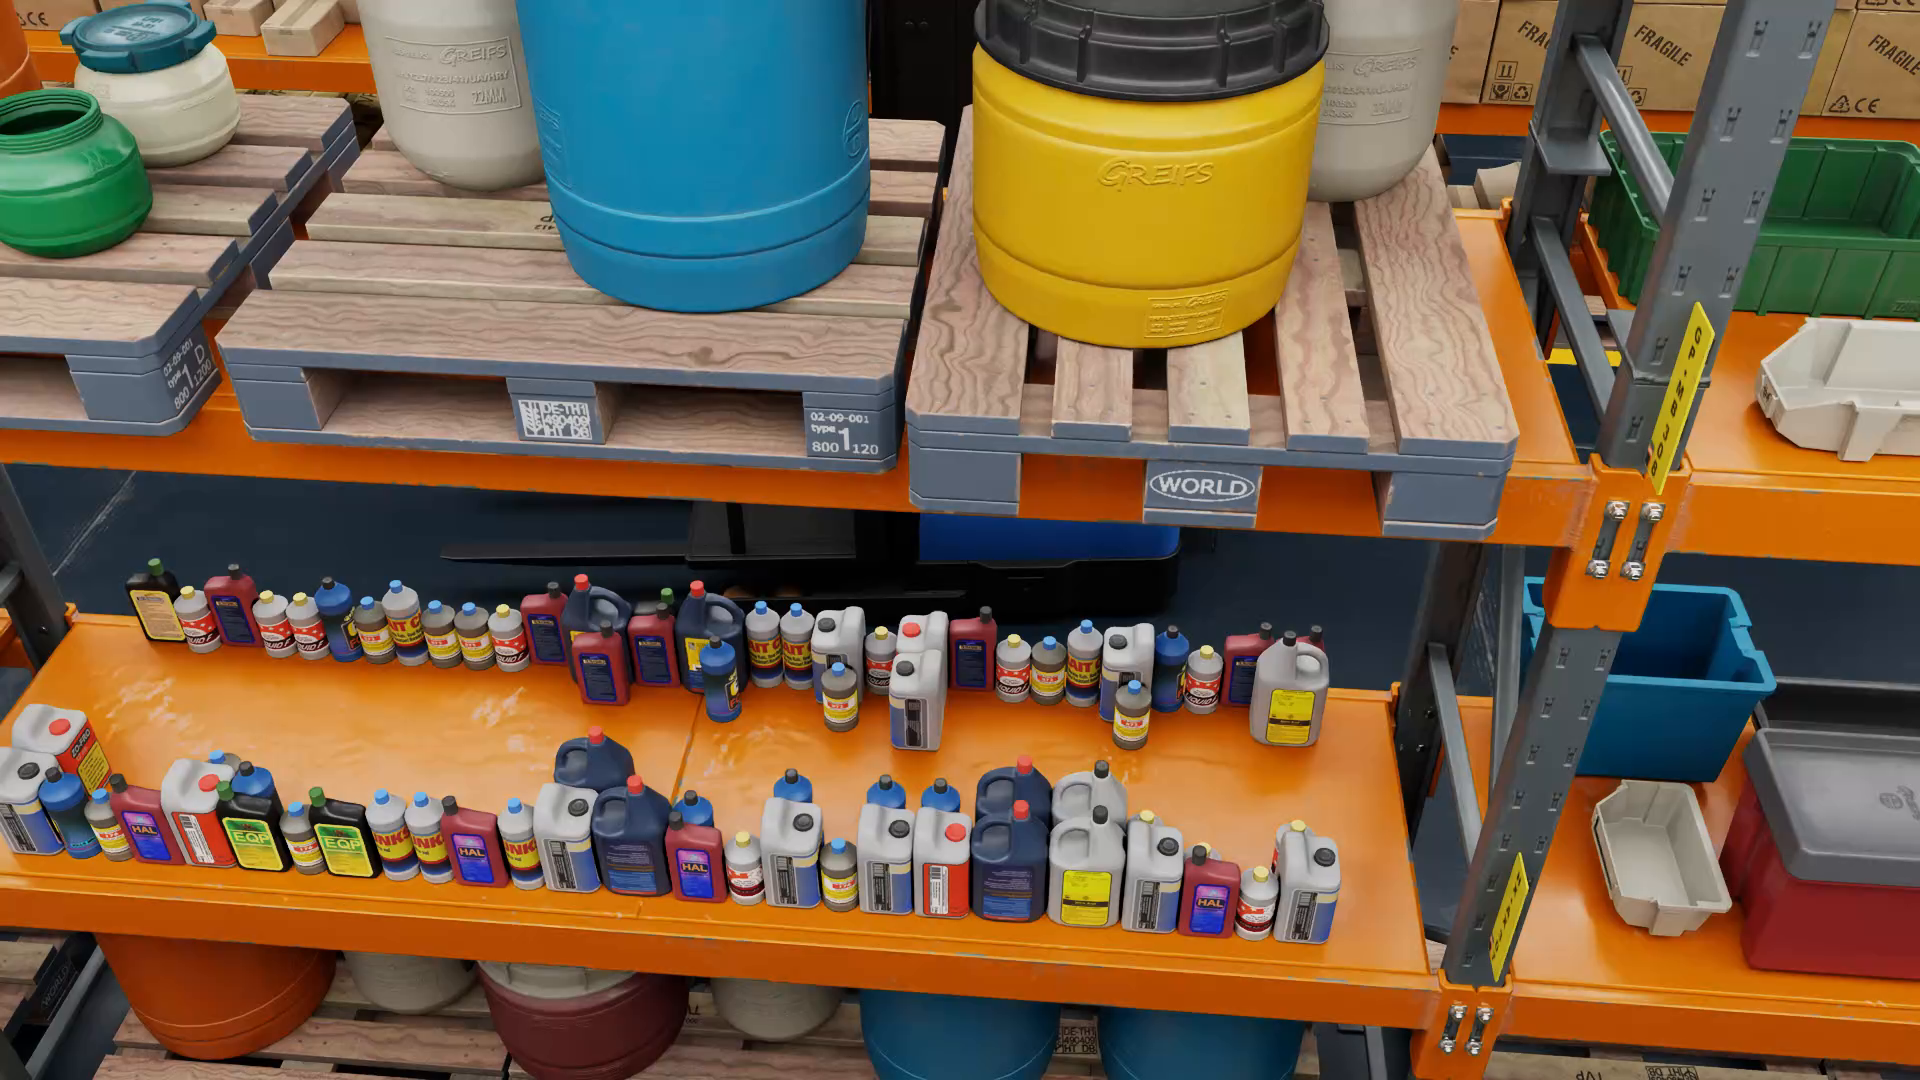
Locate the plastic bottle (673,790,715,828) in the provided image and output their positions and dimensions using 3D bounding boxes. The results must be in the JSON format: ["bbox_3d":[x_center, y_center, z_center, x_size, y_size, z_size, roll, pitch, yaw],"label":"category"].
[{"bbox_3d":[-0.650,0.719,4.093,0.097,0.271,0.097,0,39,0],"label":"plastic bottle"}]

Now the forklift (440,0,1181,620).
[{"bbox_3d":[-0.627,-1.127,6.313,3.031,2.935,1.130,-1,39,-1],"label":"forklift"}]

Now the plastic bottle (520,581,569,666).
[{"bbox_3d":[-1.159,0.232,4.681,0.133,0.283,0.061,3,39,4],"label":"plastic bottle"}]

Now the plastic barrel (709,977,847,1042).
[{"bbox_3d":[-0.553,1.225,5.007,0.421,0.512,0.421,0,39,0],"label":"plastic barrel"}]

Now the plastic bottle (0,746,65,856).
[{"bbox_3d":[-2.334,0.646,4.179,0.135,0.276,0.152,3,39,4],"label":"plastic bottle"}]

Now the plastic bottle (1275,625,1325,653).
[{"bbox_3d":[0.919,0.346,4.542,0.133,0.283,0.061,3,39,4],"label":"plastic bottle"}]

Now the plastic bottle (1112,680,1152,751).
[{"bbox_3d":[0.463,0.460,4.465,0.097,0.201,0.097,0,39,0],"label":"plastic bottle"}]

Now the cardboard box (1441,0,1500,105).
[{"bbox_3d":[2.163,-2.366,7.701,0.500,0.500,0.500,4,39,5],"label":"cardboard box"}]

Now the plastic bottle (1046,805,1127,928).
[{"bbox_3d":[0.304,0.764,3.975,0.185,0.351,0.144,3,39,4],"label":"plastic bottle"}]

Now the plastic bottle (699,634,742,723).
[{"bbox_3d":[-0.654,0.367,4.525,0.097,0.271,0.097,0,39,0],"label":"plastic bottle"}]

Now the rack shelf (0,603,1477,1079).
[{"bbox_3d":[-0.745,0.759,4.512,4.000,0.370,1.077,3,39,4],"label":"rack shelf"}]

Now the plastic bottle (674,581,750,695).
[{"bbox_3d":[-0.687,0.258,4.596,0.185,0.351,0.144,3,39,4],"label":"plastic bottle"}]

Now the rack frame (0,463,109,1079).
[{"bbox_3d":[-2.738,0.371,4.418,0.127,3.000,1.000,3,39,4],"label":"rack frame"}]

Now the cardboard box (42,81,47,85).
[{"bbox_3d":[-5.344,-2.410,9.236,0.500,0.311,0.500,4,39,5],"label":"cardboard box"}]

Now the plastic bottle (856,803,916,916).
[{"bbox_3d":[-0.173,0.764,4.034,0.135,0.276,0.152,3,39,4],"label":"plastic bottle"}]

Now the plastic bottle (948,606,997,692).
[{"bbox_3d":[0.034,0.297,4.601,0.133,0.283,0.061,3,39,4],"label":"plastic bottle"}]

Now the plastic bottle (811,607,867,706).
[{"bbox_3d":[-0.334,0.309,4.593,0.135,0.276,0.152,3,39,4],"label":"plastic bottle"}]

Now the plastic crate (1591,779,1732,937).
[{"bbox_3d":[1.699,0.783,4.073,0.243,0.136,0.396,3,39,4],"label":"plastic crate"}]

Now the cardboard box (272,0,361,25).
[{"bbox_3d":[-3.181,-2.880,8.483,0.500,0.311,0.500,3,39,3],"label":"cardboard box"}]

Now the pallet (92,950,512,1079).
[{"bbox_3d":[-1.948,1.469,5.278,1.213,0.211,1.003,3,39,4],"label":"pallet"}]

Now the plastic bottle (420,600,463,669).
[{"bbox_3d":[-1.470,0.258,4.714,0.097,0.201,0.097,0,39,0],"label":"plastic bottle"}]

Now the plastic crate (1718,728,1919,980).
[{"bbox_3d":[2.115,0.747,3.858,0.583,0.464,0.402,3,39,4],"label":"plastic crate"}]

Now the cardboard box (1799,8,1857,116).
[{"bbox_3d":[3.678,-2.285,7.602,0.500,0.500,0.500,3,39,3],"label":"cardboard box"}]

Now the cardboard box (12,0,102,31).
[{"bbox_3d":[-4.504,-2.893,8.349,0.500,0.500,0.500,3,39,4],"label":"cardboard box"}]

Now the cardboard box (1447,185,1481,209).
[{"bbox_3d":[2.650,-1.756,8.941,0.250,0.149,0.380,3,39,4],"label":"cardboard box"}]

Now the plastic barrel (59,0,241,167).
[{"bbox_3d":[-1.657,-0.935,3.424,0.301,0.262,0.301,0,39,0],"label":"plastic barrel"}]

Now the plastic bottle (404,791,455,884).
[{"bbox_3d":[-1.300,0.722,4.089,0.097,0.271,0.097,0,39,0],"label":"plastic bottle"}]

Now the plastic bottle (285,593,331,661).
[{"bbox_3d":[-1.857,0.237,4.740,0.097,0.201,0.097,0,39,0],"label":"plastic bottle"}]

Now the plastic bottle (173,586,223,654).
[{"bbox_3d":[-2.184,0.219,4.762,0.097,0.201,0.097,0,39,0],"label":"plastic bottle"}]

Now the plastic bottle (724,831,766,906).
[{"bbox_3d":[-0.522,0.791,4.059,0.097,0.201,0.097,0,39,0],"label":"plastic bottle"}]

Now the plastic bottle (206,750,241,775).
[{"bbox_3d":[-1.881,0.620,4.269,0.097,0.201,0.097,0,39,0],"label":"plastic bottle"}]

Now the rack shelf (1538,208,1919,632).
[{"bbox_3d":[3.240,-0.187,3.297,4.000,0.370,1.077,3,39,4],"label":"rack shelf"}]

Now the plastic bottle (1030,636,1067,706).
[{"bbox_3d":[0.245,0.352,4.599,0.097,0.201,0.097,0,39,0],"label":"plastic bottle"}]

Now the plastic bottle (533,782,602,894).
[{"bbox_3d":[-0.953,0.721,4.086,0.135,0.276,0.152,3,39,4],"label":"plastic bottle"}]

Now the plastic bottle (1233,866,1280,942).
[{"bbox_3d":[0.709,0.859,3.976,0.097,0.201,0.097,0,39,0],"label":"plastic bottle"}]

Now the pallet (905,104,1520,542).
[{"bbox_3d":[0.458,-0.483,3.240,1.003,0.211,1.213,3,39,4],"label":"pallet"}]

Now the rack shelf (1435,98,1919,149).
[{"bbox_3d":[3.671,-2.138,8.071,4.000,0.370,1.077,3,39,4],"label":"rack shelf"}]

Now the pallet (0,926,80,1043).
[{"bbox_3d":[-3.506,1.386,5.380,1.213,0.211,1.003,3,39,4],"label":"pallet"}]

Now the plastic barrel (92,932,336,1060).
[{"bbox_3d":[-2.249,1.066,4.951,0.708,0.830,0.600,3,39,4],"label":"plastic barrel"}]

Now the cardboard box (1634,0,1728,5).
[{"bbox_3d":[3.150,-2.694,7.313,0.500,0.500,0.500,2,39,3],"label":"cardboard box"}]

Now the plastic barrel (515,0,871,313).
[{"bbox_3d":[-0.466,-0.929,2.909,0.708,0.901,0.600,3,39,4],"label":"plastic barrel"}]

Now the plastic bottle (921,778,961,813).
[{"bbox_3d":[-0.047,0.694,4.124,0.097,0.271,0.097,0,39,0],"label":"plastic bottle"}]

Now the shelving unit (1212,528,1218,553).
[{"bbox_3d":[0.995,-0.368,6.989,0.210,0.900,0.258,-1,39,-1],"label":"shelving unit"}]

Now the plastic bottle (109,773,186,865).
[{"bbox_3d":[-2.011,0.690,4.119,0.133,0.283,0.061,3,39,4],"label":"plastic bottle"}]

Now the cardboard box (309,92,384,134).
[{"bbox_3d":[-3.327,-2.295,9.094,0.500,0.311,0.500,2,39,3],"label":"cardboard box"}]

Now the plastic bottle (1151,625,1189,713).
[{"bbox_3d":[0.573,0.343,4.554,0.097,0.271,0.097,0,39,0],"label":"plastic bottle"}]

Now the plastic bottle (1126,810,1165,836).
[{"bbox_3d":[0.455,0.748,4.112,0.097,0.201,0.097,0,39,0],"label":"plastic bottle"}]

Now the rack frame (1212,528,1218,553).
[{"bbox_3d":[1.097,-0.369,6.991,0.006,0.900,0.240,-1,39,-1],"label":"rack frame"}]

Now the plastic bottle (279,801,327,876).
[{"bbox_3d":[-1.627,0.731,4.133,0.097,0.201,0.097,0,39,0],"label":"plastic bottle"}]
